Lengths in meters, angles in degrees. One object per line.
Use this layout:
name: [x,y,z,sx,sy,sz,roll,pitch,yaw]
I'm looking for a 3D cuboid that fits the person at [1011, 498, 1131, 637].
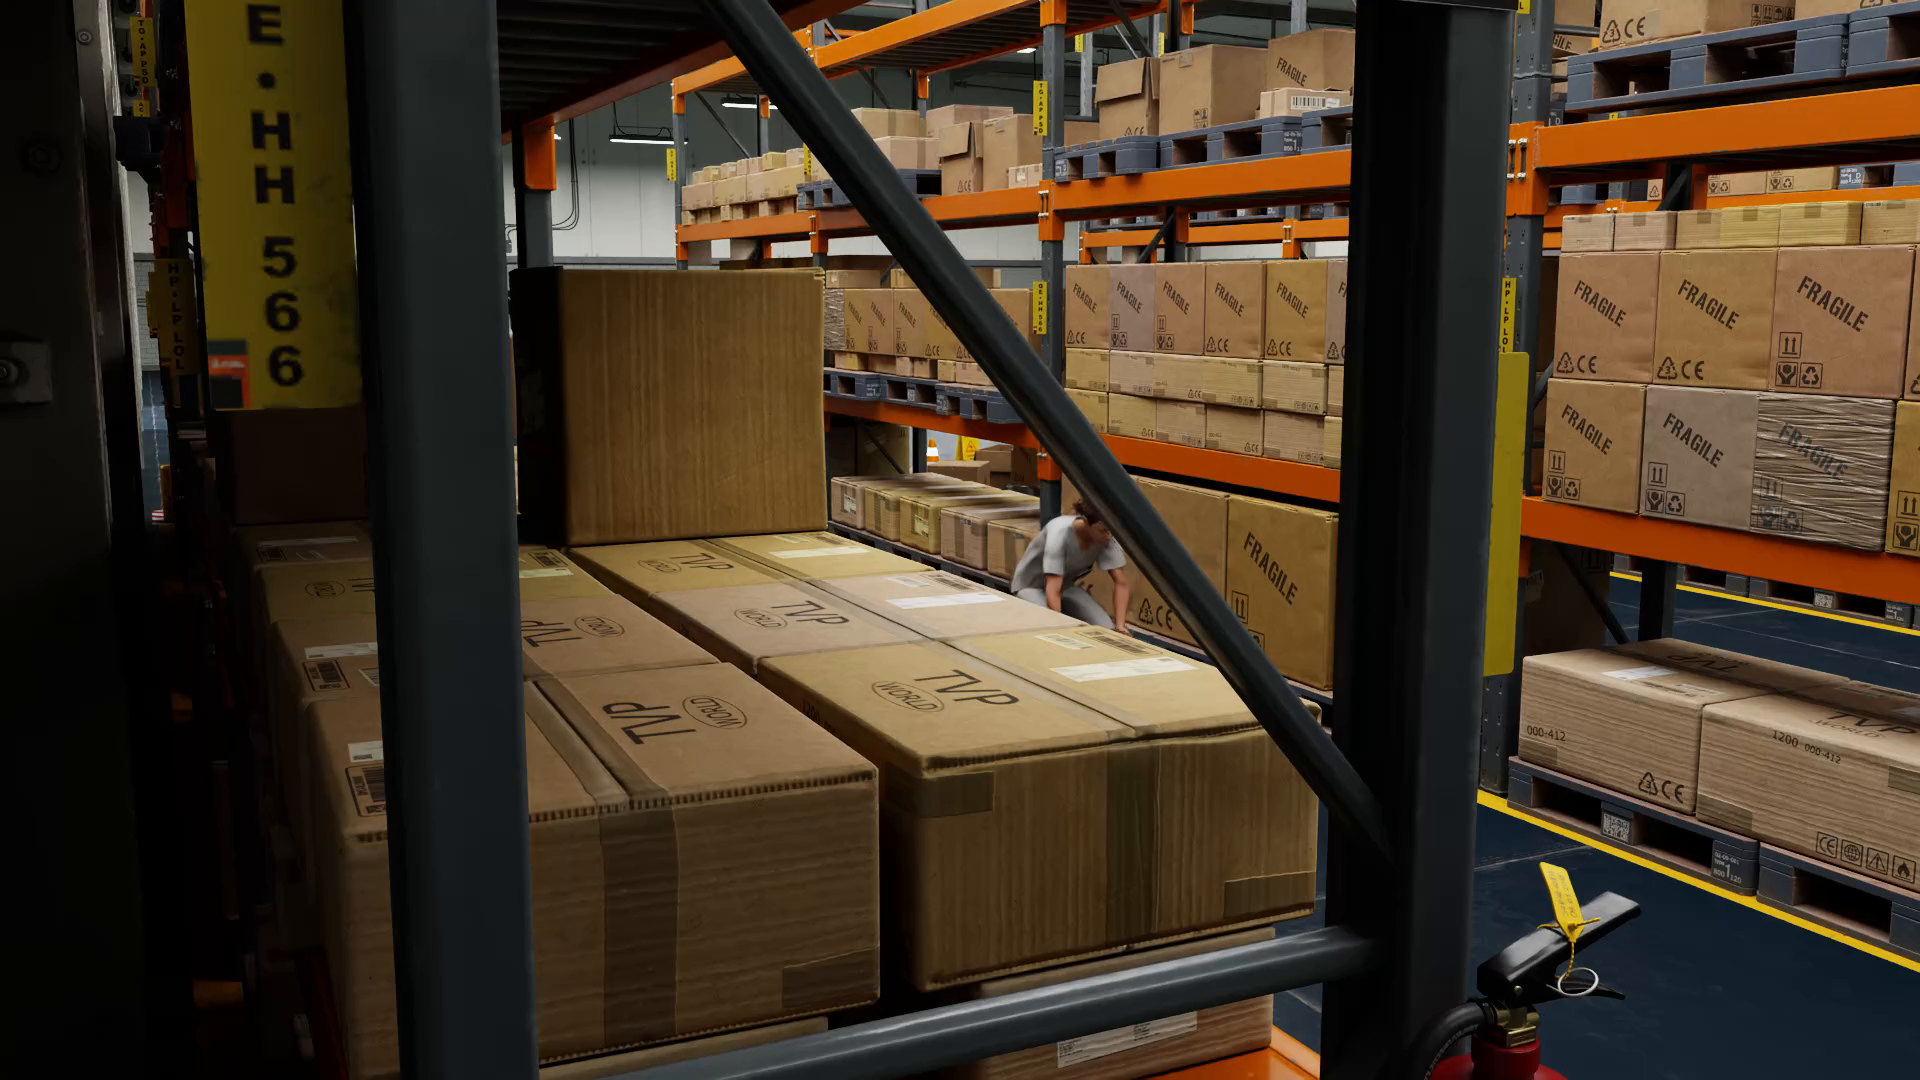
person: [0.570,0.317,8.375,0.491,1.194,0.724,-4,10,-26]
